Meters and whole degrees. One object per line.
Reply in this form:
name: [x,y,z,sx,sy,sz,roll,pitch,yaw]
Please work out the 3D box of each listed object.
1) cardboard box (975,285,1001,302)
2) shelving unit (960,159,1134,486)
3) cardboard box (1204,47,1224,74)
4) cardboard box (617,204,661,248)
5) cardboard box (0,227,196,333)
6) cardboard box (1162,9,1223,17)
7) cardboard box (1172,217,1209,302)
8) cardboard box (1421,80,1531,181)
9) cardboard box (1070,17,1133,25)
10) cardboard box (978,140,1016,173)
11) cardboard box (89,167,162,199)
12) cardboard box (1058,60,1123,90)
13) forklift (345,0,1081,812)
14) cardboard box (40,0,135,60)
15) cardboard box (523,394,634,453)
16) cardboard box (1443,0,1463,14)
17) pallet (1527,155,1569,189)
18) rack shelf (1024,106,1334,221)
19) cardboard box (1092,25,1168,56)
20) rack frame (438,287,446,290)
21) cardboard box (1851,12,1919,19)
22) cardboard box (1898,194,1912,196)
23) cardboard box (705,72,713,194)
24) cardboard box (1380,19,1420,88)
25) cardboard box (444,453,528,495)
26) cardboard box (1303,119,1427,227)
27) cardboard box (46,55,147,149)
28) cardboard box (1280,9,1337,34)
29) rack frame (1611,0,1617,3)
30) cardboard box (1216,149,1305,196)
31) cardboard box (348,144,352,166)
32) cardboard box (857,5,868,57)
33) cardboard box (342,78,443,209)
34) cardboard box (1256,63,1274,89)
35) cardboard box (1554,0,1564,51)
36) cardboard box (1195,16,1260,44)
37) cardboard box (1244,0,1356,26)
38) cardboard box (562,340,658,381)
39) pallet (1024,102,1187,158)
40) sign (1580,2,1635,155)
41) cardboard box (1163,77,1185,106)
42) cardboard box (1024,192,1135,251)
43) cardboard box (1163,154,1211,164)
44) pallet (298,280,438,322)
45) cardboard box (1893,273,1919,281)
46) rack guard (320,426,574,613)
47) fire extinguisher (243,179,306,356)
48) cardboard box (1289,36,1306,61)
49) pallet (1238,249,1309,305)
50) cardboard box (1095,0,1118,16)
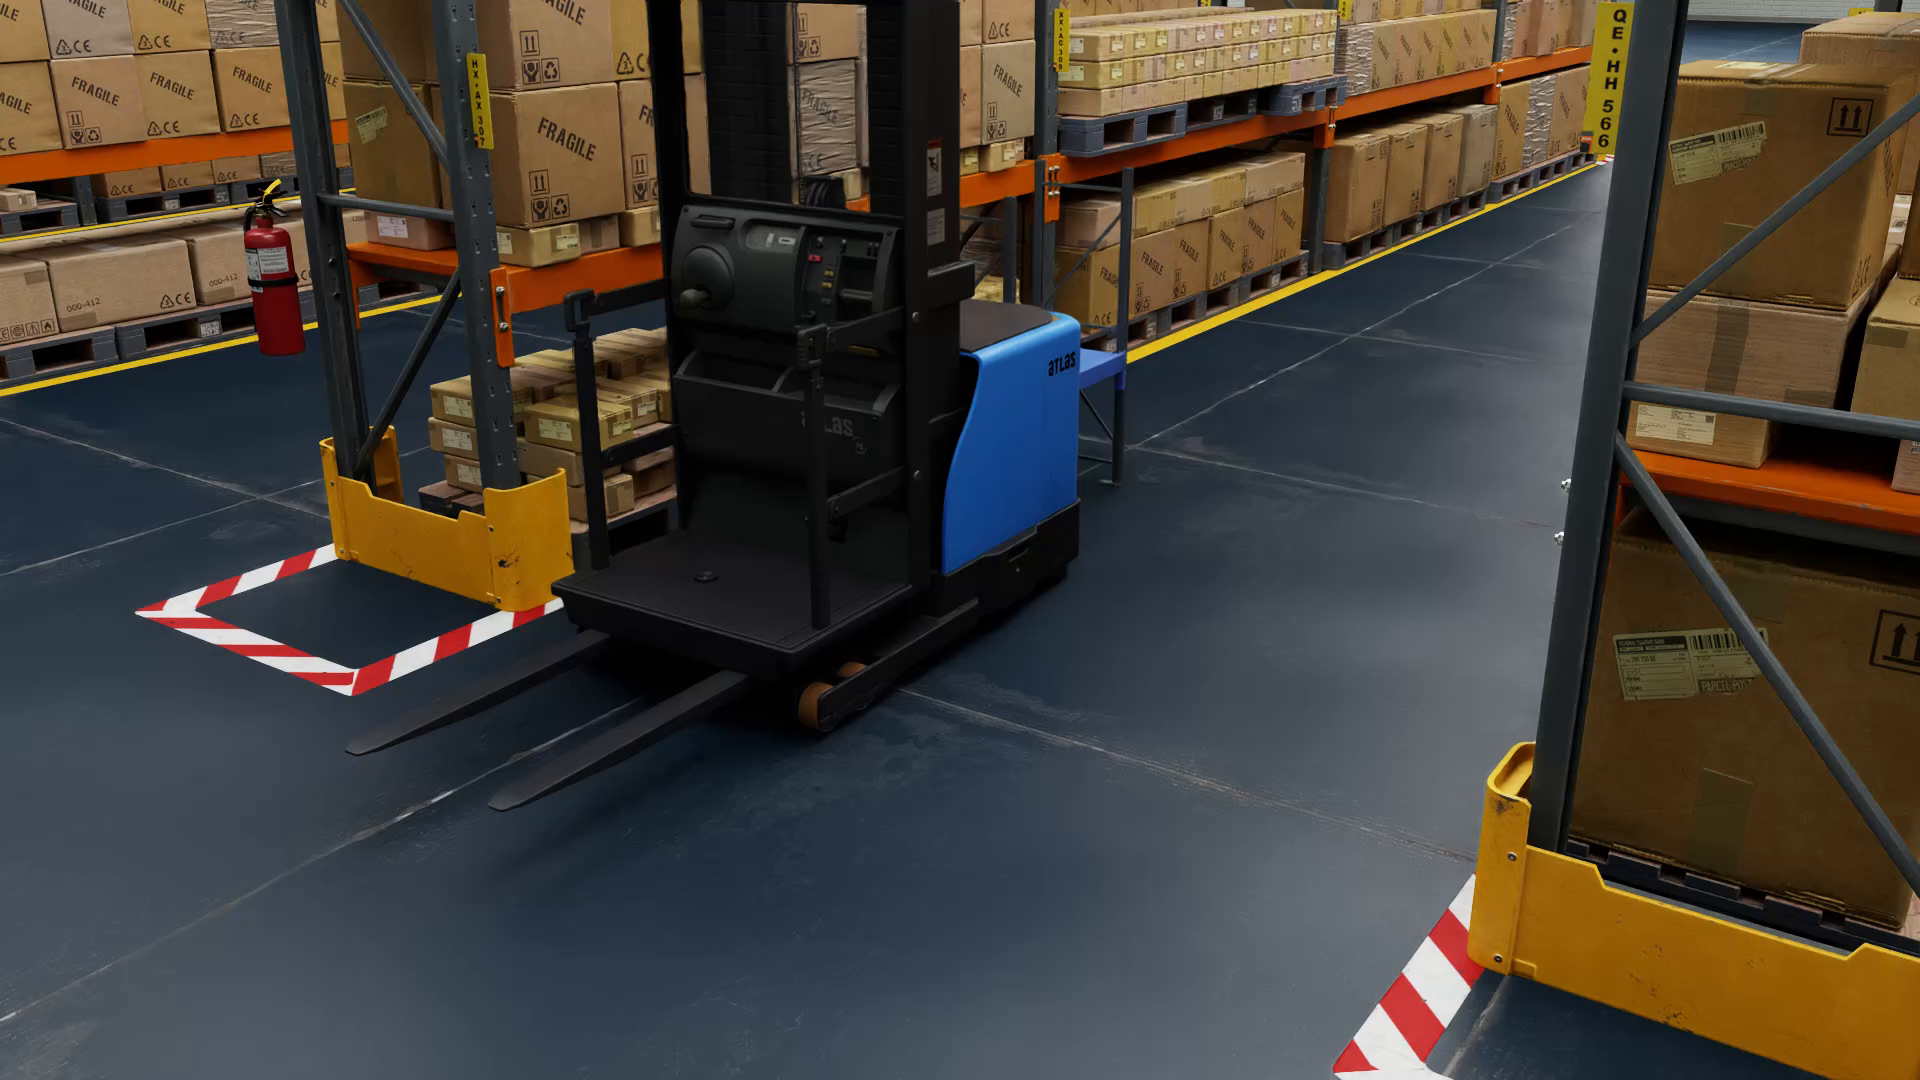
cardboard box: [-0.001,-1.309,9.125,0.380,0.149,0.250,14,24,32]
shelving unit: [0.287,-0.865,7.440,0.538,1.500,1.048,13,24,31]
cardboard box: [1.430,-3.023,10.442,0.380,0.149,0.250,13,24,31]
cardboard box: [-1.396,-1.315,6.858,0.380,0.149,0.250,12,24,30]
cardboard box: [-5.509,-1.661,10.518,0.875,0.438,0.875,14,25,33]
cardboard box: [1.633,-3.667,11.755,0.380,0.149,0.250,13,24,32]
cardboard box: [1.309,-1.893,11.058,0.500,0.500,0.500,14,24,33]
cardboard box: [5.003,-4.066,16.391,0.875,0.875,0.875,14,24,33]
cardboard box: [0.892,-3.289,10.731,0.380,0.149,0.250,12,23,29]
cardboard box: [0.073,-2.063,8.880,0.380,0.149,0.250,13,24,30]
cardboard box: [-7.705,-3.426,15.202,0.500,0.500,0.500,15,25,34]
cardboard box: [0.696,-2.646,9.421,0.380,0.149,0.250,14,24,33]
forklift: [-0.728,-0.921,5.529,1.130,2.935,3.031,13,24,31]
cardboard box: [-5.232,-3.089,9.707,0.500,0.500,0.500,13,24,31]
cardboard box: [-1.578,-0.479,6.882,0.380,0.149,0.250,12,23,29]
cardboard box: [4.030,-4.923,14.665,0.700,0.500,0.500,13,24,31]
pallet: [5.769,-3.945,17.627,1.003,0.211,1.213,13,24,32]
rack shelf: [1.219,-2.640,11.115,1.077,0.370,4.000,13,24,32]
cardboard box: [0.994,-2.939,9.787,0.380,0.149,0.250,14,24,32]
rack frame: [-4.056,-3.340,11.971,1.000,3.000,0.127,13,24,32]
cardboard box: [3.659,-1.741,6.353,0.500,0.500,0.500,13,24,32]
cardboard box: [3.089,-1.101,5.706,0.500,0.250,0.500,14,24,33]
cardboard box: [-1.108,-1.814,7.272,0.500,0.500,0.500,14,24,33]
cardboard box: [3.386,-3.965,13.517,0.500,0.500,0.500,13,24,32]
cardboard box: [-2.031,-0.307,7.276,0.380,0.149,0.250,14,24,33]
cardboard box: [3.249,-3.102,13.964,1.050,0.750,0.750,14,24,33]
cardboard box: [-5.235,-2.614,9.864,0.500,0.500,0.500,13,24,32]
cardboard box: [2.447,-3.679,11.787,0.380,0.149,0.250,12,24,30]
rack frame: [6.840,-5.847,18.747,1.000,3.000,0.127,13,24,32]
cardboard box: [2.175,-2.680,12.104,0.500,0.250,0.500,13,24,31]
cardboard box: [-6.265,-4.174,17.224,0.500,0.500,0.500,13,24,31]
cardboard box: [-0.532,-2.578,7.896,0.500,0.500,0.500,14,24,33]
cardboard box: [-2.114,-1.621,6.752,0.500,0.500,0.500,14,24,33]
cardboard box: [1.868,-3.106,11.095,0.380,0.149,0.250,12,23,29]
cardboard box: [5.696,-5.343,17.170,0.875,0.550,0.500,13,24,32]
cardboard box: [1.718,-3.309,10.786,0.380,0.149,0.250,15,25,34]
cardboard box: [2.604,-4.194,12.694,0.700,0.500,0.500,13,24,32]
cardboard box: [-1.639,-0.818,7.799,0.380,0.149,0.250,12,24,30]
pallet: [0.645,-2.504,9.989,1.003,0.211,1.213,13,24,32]
sign: [1.450,-1.024,3.698,0.100,0.325,0.005,13,24,32]
cardboard box: [1.133,-2.729,10.077,0.380,0.149,0.250,14,24,32]
cardboard box: [0.728,-1.940,10.104,0.500,0.250,0.500,12,23,29]
cardboard box: [1.470,-2.631,11.972,0.500,0.250,0.500,13,24,31]
pallet: [-4.548,-1.829,11.906,1.003,0.211,1.213,13,24,32]
cardboard box: [2.671,-0.564,4.254,0.500,0.250,0.500,13,24,31]
rack guard: [-2.111,-0.105,6.829,1.175,0.500,0.348,13,24,32]
fire extinguisher: [-2.677,-1.062,6.462,0.296,0.674,0.183,13,24,32]
cardboard box: [2.148,-3.386,11.424,0.380,0.149,0.250,14,24,33]
pallet: [1.903,-2.019,12.420,1.003,0.211,1.213,13,24,32]
cardboard box: [1.475,-6.184,19.086,0.500,0.500,0.500,13,24,31]
